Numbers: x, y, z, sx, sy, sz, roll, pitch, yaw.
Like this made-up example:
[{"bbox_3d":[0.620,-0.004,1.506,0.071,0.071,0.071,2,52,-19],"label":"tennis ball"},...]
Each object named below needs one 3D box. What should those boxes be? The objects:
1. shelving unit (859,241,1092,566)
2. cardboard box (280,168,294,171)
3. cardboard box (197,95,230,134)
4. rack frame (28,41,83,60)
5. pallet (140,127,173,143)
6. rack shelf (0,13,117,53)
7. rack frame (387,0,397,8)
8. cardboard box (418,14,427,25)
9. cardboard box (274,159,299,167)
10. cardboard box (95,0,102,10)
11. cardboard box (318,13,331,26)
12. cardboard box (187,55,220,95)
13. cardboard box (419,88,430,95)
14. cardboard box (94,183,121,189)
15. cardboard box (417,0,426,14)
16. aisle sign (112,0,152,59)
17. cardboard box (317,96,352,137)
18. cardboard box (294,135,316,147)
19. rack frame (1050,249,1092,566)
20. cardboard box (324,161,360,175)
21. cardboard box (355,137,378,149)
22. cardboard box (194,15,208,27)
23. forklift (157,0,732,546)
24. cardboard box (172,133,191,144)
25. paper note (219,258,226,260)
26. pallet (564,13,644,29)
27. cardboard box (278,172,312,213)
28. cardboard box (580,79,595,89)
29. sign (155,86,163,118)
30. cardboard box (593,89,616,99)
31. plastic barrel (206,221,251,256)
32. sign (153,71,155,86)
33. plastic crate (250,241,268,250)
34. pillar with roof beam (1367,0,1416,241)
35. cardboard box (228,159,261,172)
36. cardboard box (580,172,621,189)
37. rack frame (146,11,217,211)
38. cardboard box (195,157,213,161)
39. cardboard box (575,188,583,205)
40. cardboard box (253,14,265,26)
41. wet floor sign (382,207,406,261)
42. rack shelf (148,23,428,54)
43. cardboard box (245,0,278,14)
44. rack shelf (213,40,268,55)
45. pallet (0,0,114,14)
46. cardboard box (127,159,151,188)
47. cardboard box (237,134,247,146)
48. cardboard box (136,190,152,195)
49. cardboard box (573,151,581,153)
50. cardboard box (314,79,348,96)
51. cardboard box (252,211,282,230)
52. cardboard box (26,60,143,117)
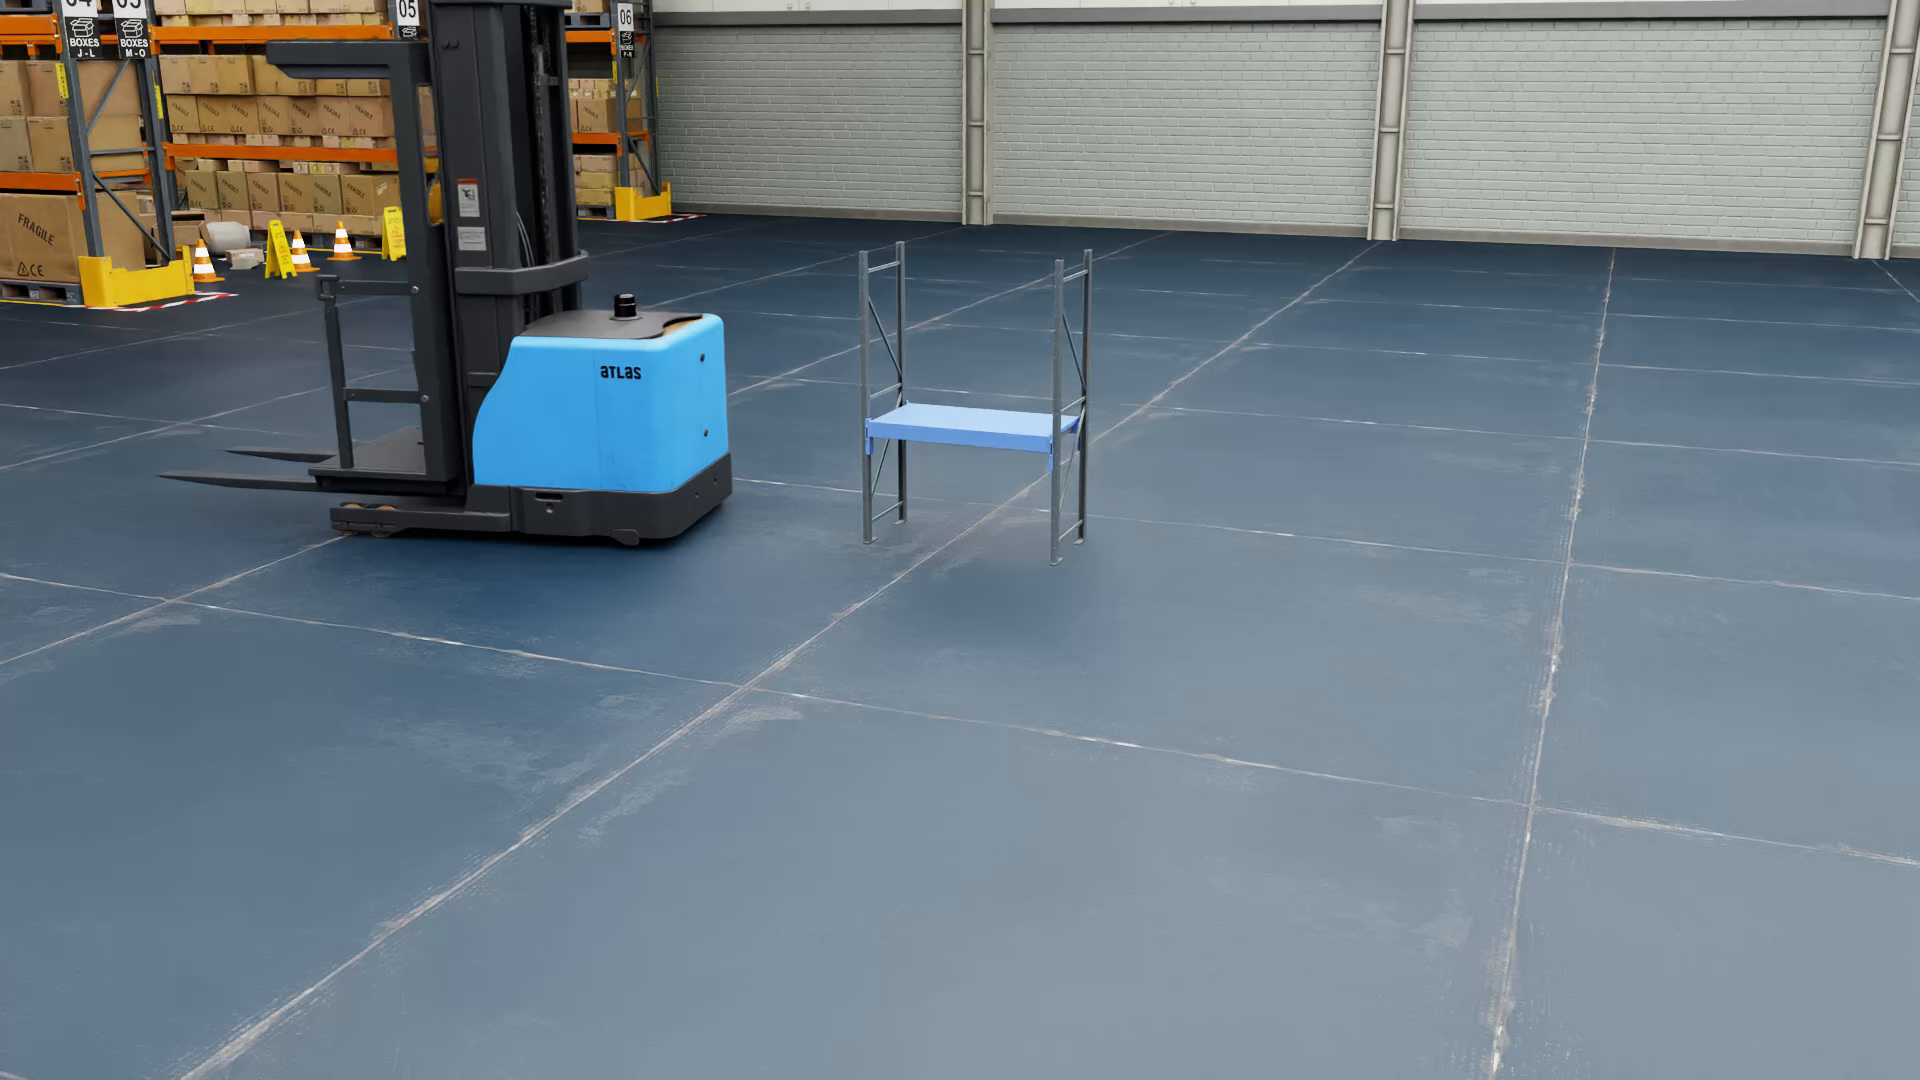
[{"bbox_3d":[0.079,-0.712,8.434,1.048,1.500,0.538,6,17,21],"label":"shelving unit"},{"bbox_3d":[-8.934,-4.794,22.640,0.500,0.500,0.500,7,18,24],"label":"cardboard box"},{"bbox_3d":[-9.750,-5.675,22.129,0.500,0.500,0.500,6,17,20],"label":"cardboard box"},{"bbox_3d":[-16.156,-7.753,29.999,0.127,3.000,1.000,6,17,21],"label":"rack frame"},{"bbox_3d":[-11.190,-5.671,23.171,1.213,0.211,1.003,6,17,21],"label":"pallet"},{"bbox_3d":[-10.394,-5.243,17.264,4.000,0.370,1.077,6,17,21],"label":"rack shelf"},{"bbox_3d":[-6.811,-8.119,20.499,0.127,3.000,1.000,6,17,21],"label":"rack frame"},{"bbox_3d":[-7.000,-6.676,21.359,0.250,0.149,0.380,6,17,21],"label":"cardboard box"},{"bbox_3d":[-11.249,-6.273,28.407,0.625,0.625,0.875,7,18,22],"label":"cardboard box"},{"bbox_3d":[-11.597,-7.292,22.548,0.500,0.250,0.500,7,17,21],"label":"cardboard box"},{"bbox_3d":[-7.935,-6.618,21.159,0.250,0.149,0.380,6,17,21],"label":"cardboard box"},{"bbox_3d":[-9.735,-6.159,22.002,0.500,0.500,0.700,6,17,21],"label":"cardboard box"},{"bbox_3d":[-8.514,-7.193,26.729,0.250,0.149,0.380,6,17,20],"label":"cardboard box"},{"bbox_3d":[-11.157,-4.345,21.387,0.500,0.500,0.500,6,17,21],"label":"cardboard box"},{"bbox_3d":[-7.181,-6.870,21.312,0.500,0.250,0.500,6,17,20],"label":"cardboard box"},{"bbox_3d":[-8.357,-5.263,16.758,0.004,0.787,0.394,6,17,21],"label":"aisle sign"},{"bbox_3d":[-7.881,-5.465,21.406,0.500,0.500,0.500,6,17,21],"label":"cardboard box"},{"bbox_3d":[-8.453,-5.213,21.699,0.250,0.149,0.380,6,17,20],"label":"cardboard box"},{"bbox_3d":[0.552,-0.660,8.255,0.032,1.500,0.500,6,17,21],"label":"rack frame"},{"bbox_3d":[-8.018,-4.825,21.584,0.250,0.149,0.380,7,18,22],"label":"cardboard box"},{"bbox_3d":[-7.514,-5.097,21.301,0.250,0.149,0.380,6,17,20],"label":"cardboard box"},{"bbox_3d":[-9.838,-6.833,21.902,0.250,0.149,0.380,6,17,21],"label":"cardboard box"},{"bbox_3d":[-2.845,-1.561,8.793,3.031,2.935,1.130,3,16,10],"label":"forklift"},{"bbox_3d":[-10.357,-5.411,22.382,0.250,0.149,0.380,6,17,20],"label":"cardboard box"},{"bbox_3d":[-9.156,-3.513,20.739,0.142,0.019,0.148,14,21,40],"label":"paper note"},{"bbox_3d":[-5.642,-8.003,25.637,1.213,0.211,1.003,6,17,21],"label":"pallet"},{"bbox_3d":[-8.606,-4.599,21.970,0.500,0.500,0.500,6,17,19],"label":"cardboard box"},{"bbox_3d":[-5.645,-7.027,25.622,0.250,0.149,0.380,6,17,21],"label":"cardboard box"},{"bbox_3d":[-8.324,-4.541,17.239,0.005,0.325,0.100,6,17,21],"label":"sign"},{"bbox_3d":[-5.419,-6.848,25.539,0.250,0.149,0.380,7,17,21],"label":"cardboard box"},{"bbox_3d":[-9.288,-3.819,21.070,0.512,0.421,0.421,-9,18,-27],"label":"plastic barrel"},{"bbox_3d":[-10.732,-6.059,22.086,0.005,0.325,0.100,6,17,21],"label":"sign"},{"bbox_3d":[-9.372,-3.872,21.866,0.583,0.080,0.402,0,16,1],"label":"plastic crate"},{"bbox_3d":[4.273,-7.367,17.911,0.400,9.000,9.100,6,17,21],"label":"pillar with roof beam"},{"bbox_3d":[-9.509,-4.989,22.148,0.250,0.149,0.380,7,18,23],"label":"cardboard box"},{"bbox_3d":[-5.561,-5.615,25.918,0.500,0.250,0.500,6,17,20],"label":"cardboard box"},{"bbox_3d":[-10.532,-5.647,22.745,0.127,3.000,1.000,6,17,21],"label":"rack frame"},{"bbox_3d":[-12.988,-6.641,28.737,0.250,0.149,0.380,5,17,18],"label":"cardboard box"},{"bbox_3d":[-6.005,-5.426,26.163,0.500,0.250,0.500,6,17,21],"label":"cardboard box"},{"bbox_3d":[-8.896,-6.713,21.488,0.250,0.149,0.380,6,17,21],"label":"cardboard box"},{"bbox_3d":[-7.027,-3.810,20.641,0.232,0.644,0.267,14,21,40],"label":"wet floor sign"},{"bbox_3d":[-8.672,-6.537,21.722,4.000,0.370,1.077,6,17,21],"label":"rack shelf"},{"bbox_3d":[-8.808,-6.886,21.369,0.500,0.250,0.500,6,17,21],"label":"cardboard box"},{"bbox_3d":[-10.575,-8.234,27.567,4.000,0.370,1.077,6,17,21],"label":"rack shelf"},{"bbox_3d":[-9.227,-5.415,16.724,1.213,0.211,1.003,6,17,21],"label":"pallet"},{"bbox_3d":[-14.347,-6.488,29.371,0.500,0.500,0.500,6,17,19],"label":"cardboard box"},{"bbox_3d":[-9.368,-5.326,22.089,0.250,0.149,0.380,6,17,20],"label":"cardboard box"},{"bbox_3d":[-11.691,-4.712,23.485,0.625,0.372,0.950,7,18,24],"label":"cardboard box"},{"bbox_3d":[-6.298,-6.089,26.654,0.500,0.250,0.500,6,17,20],"label":"cardboard box"},{"bbox_3d":[-7.834,-5.958,21.311,0.500,0.500,0.700,6,17,21],"label":"cardboard box"},{"bbox_3d":[-9.087,-4.292,22.258,0.500,0.250,0.500,6,17,20],"label":"cardboard box"},{"bbox_3d":[-8.864,-4.582,16.871,0.550,0.550,0.875,6,17,21],"label":"cardboard box"}]
